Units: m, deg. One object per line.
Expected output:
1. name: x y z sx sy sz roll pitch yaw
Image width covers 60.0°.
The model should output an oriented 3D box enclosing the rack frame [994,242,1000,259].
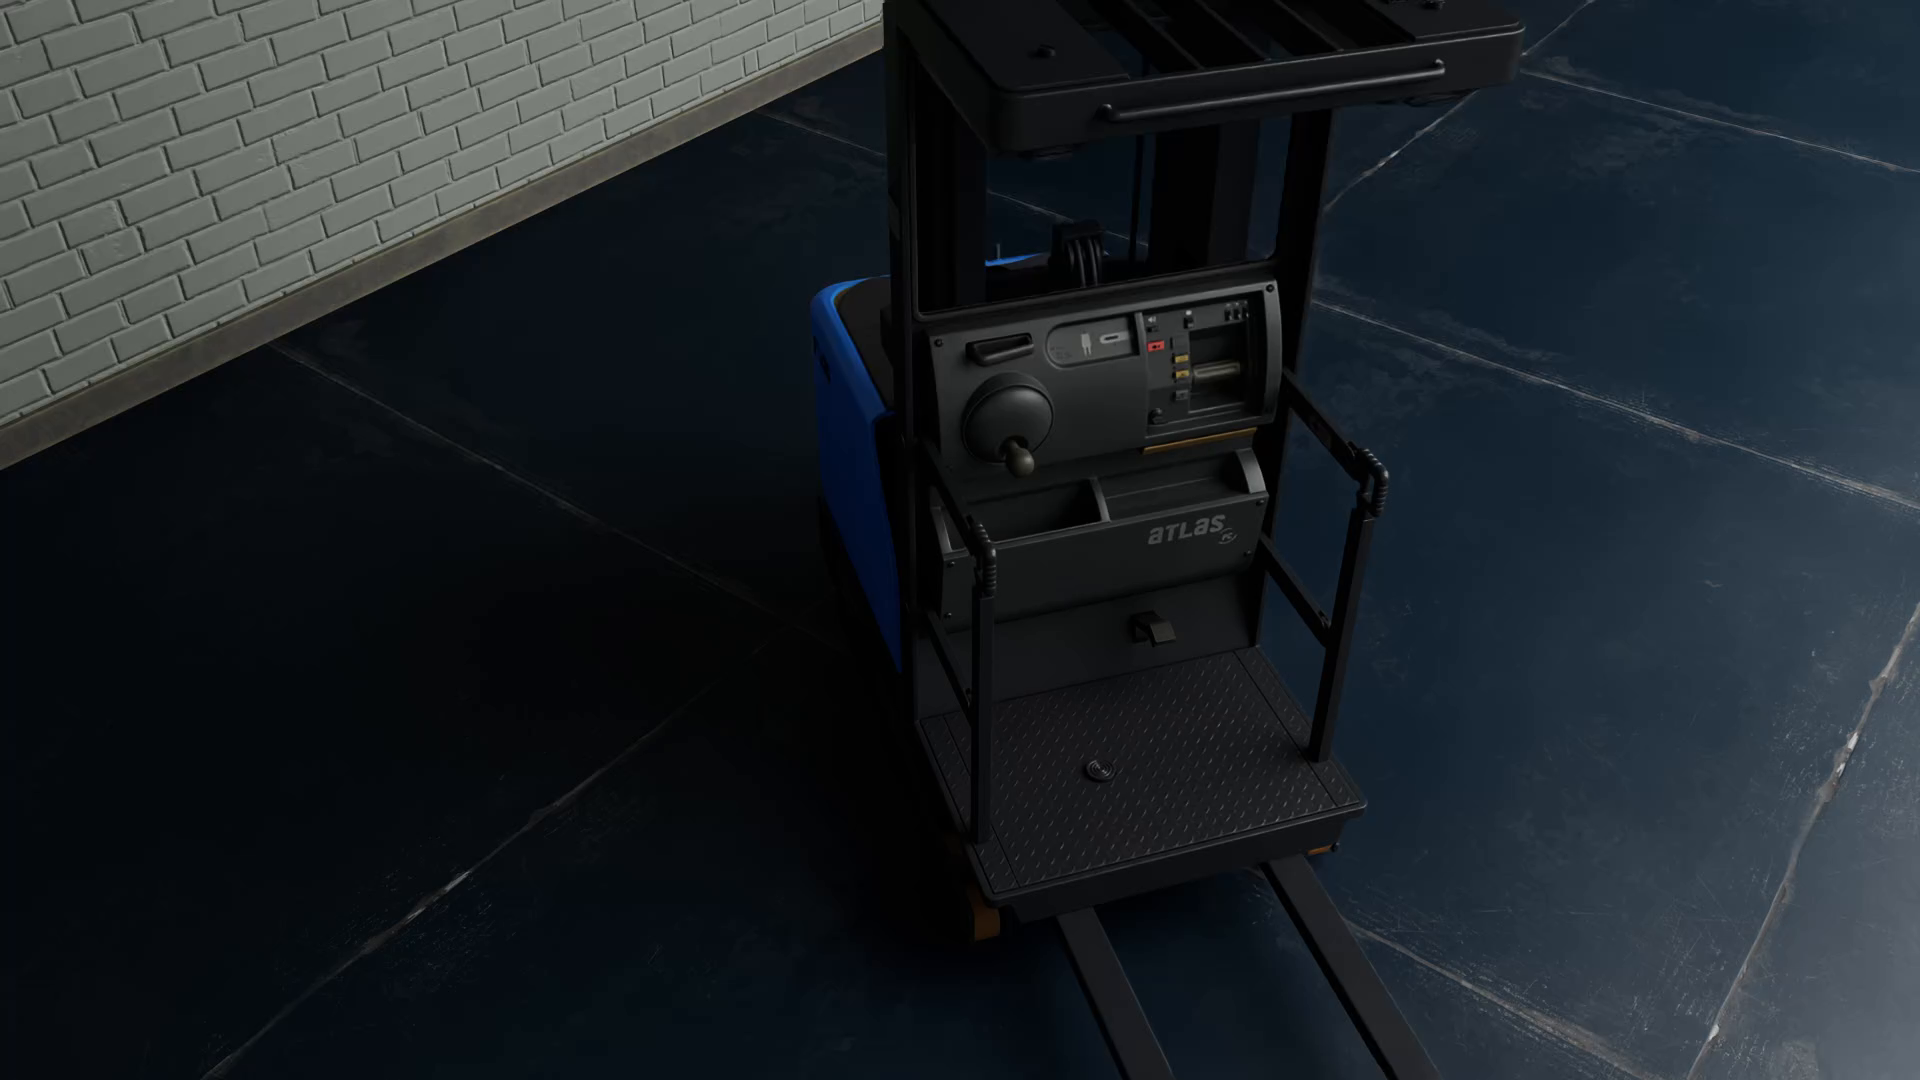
1. rack frame: 0.055 -0.537 5.799 0.200 1.050 0.008 -28 46 -31

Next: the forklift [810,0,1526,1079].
1. forklift: 0.443 -0.337 4.018 1.130 2.935 3.031 -11 39 -14

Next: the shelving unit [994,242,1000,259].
1. shelving unit: -0.025 -0.594 5.872 0.215 1.050 0.252 -28 46 -31
